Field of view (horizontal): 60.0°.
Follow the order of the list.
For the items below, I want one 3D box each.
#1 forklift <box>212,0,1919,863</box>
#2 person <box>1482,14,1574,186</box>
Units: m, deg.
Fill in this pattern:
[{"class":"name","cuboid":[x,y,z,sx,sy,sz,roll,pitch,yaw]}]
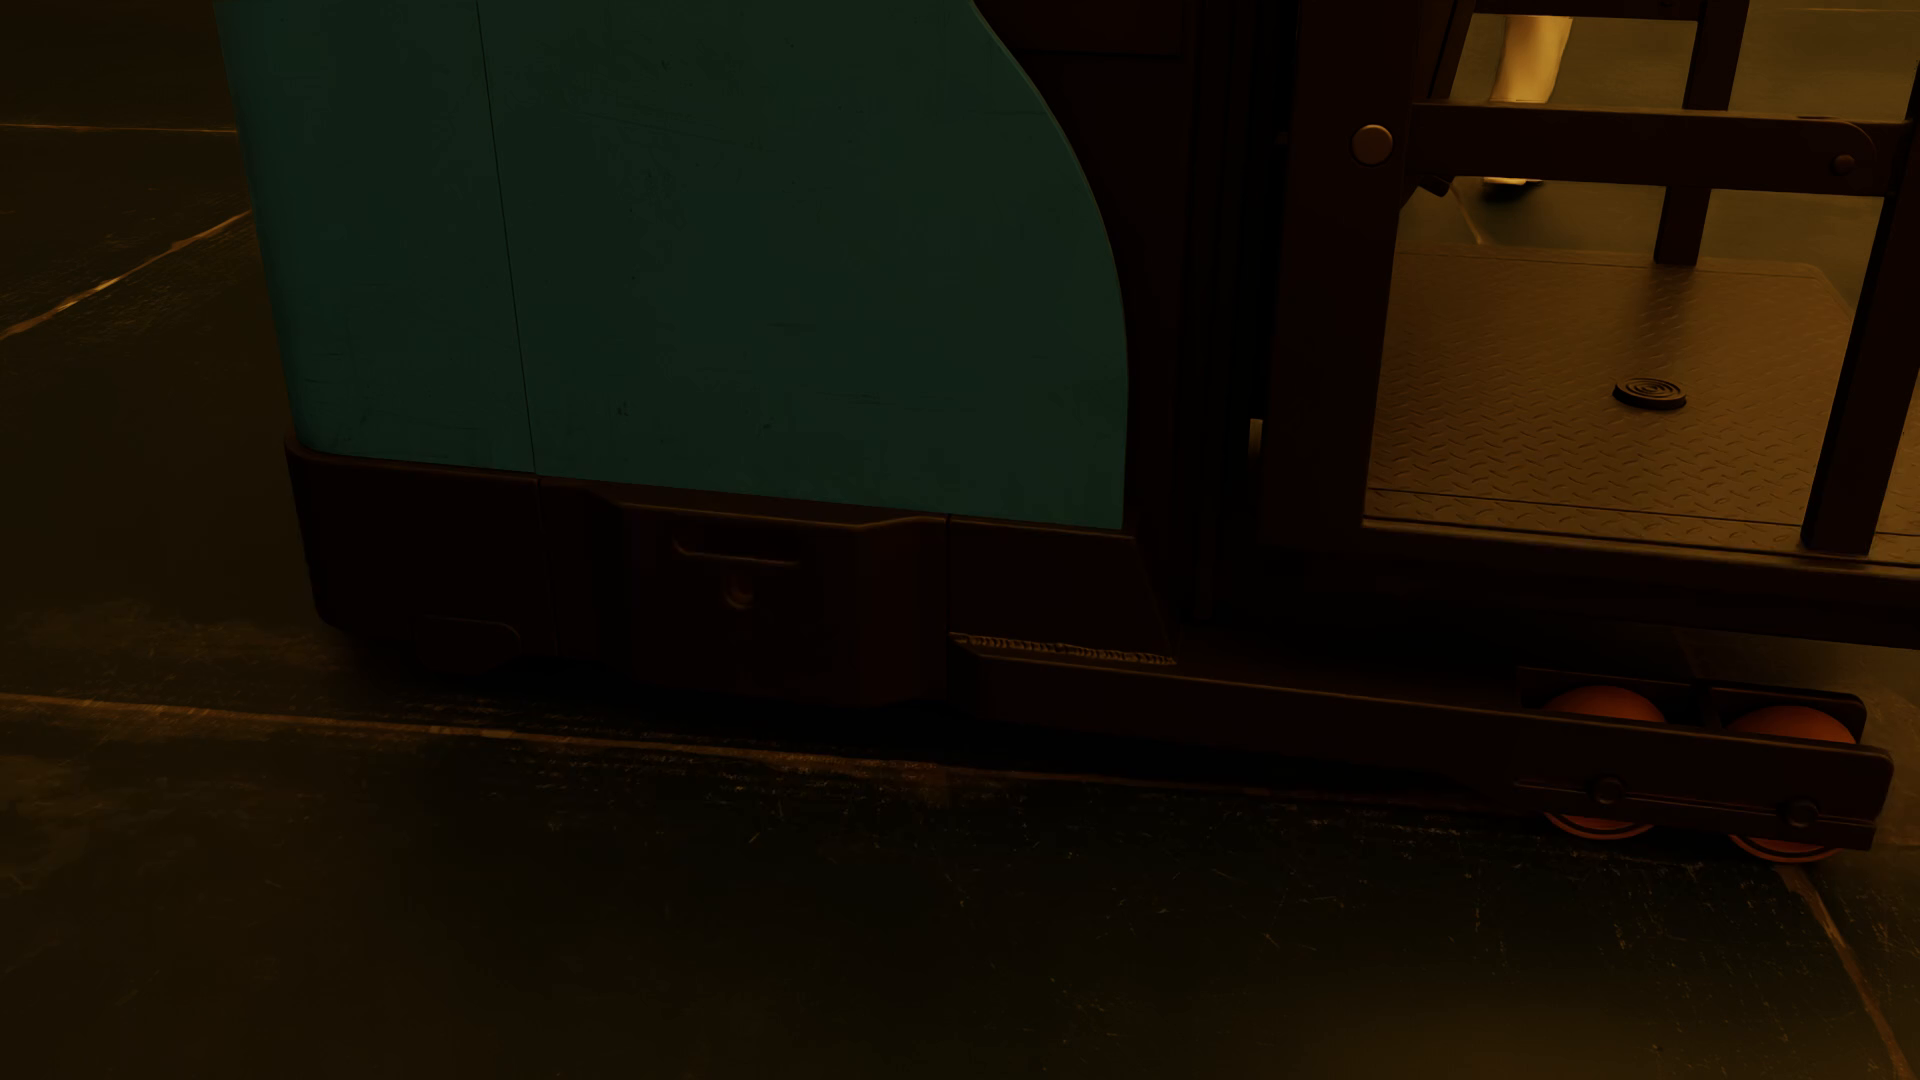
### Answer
[{"class":"forklift","cuboid":[0.728,-1.223,1.668,3.031,2.935,1.130,6,27,11]},{"class":"person","cuboid":[1.337,-1.705,4.052,0.773,1.730,0.757,4,27,7]}]
